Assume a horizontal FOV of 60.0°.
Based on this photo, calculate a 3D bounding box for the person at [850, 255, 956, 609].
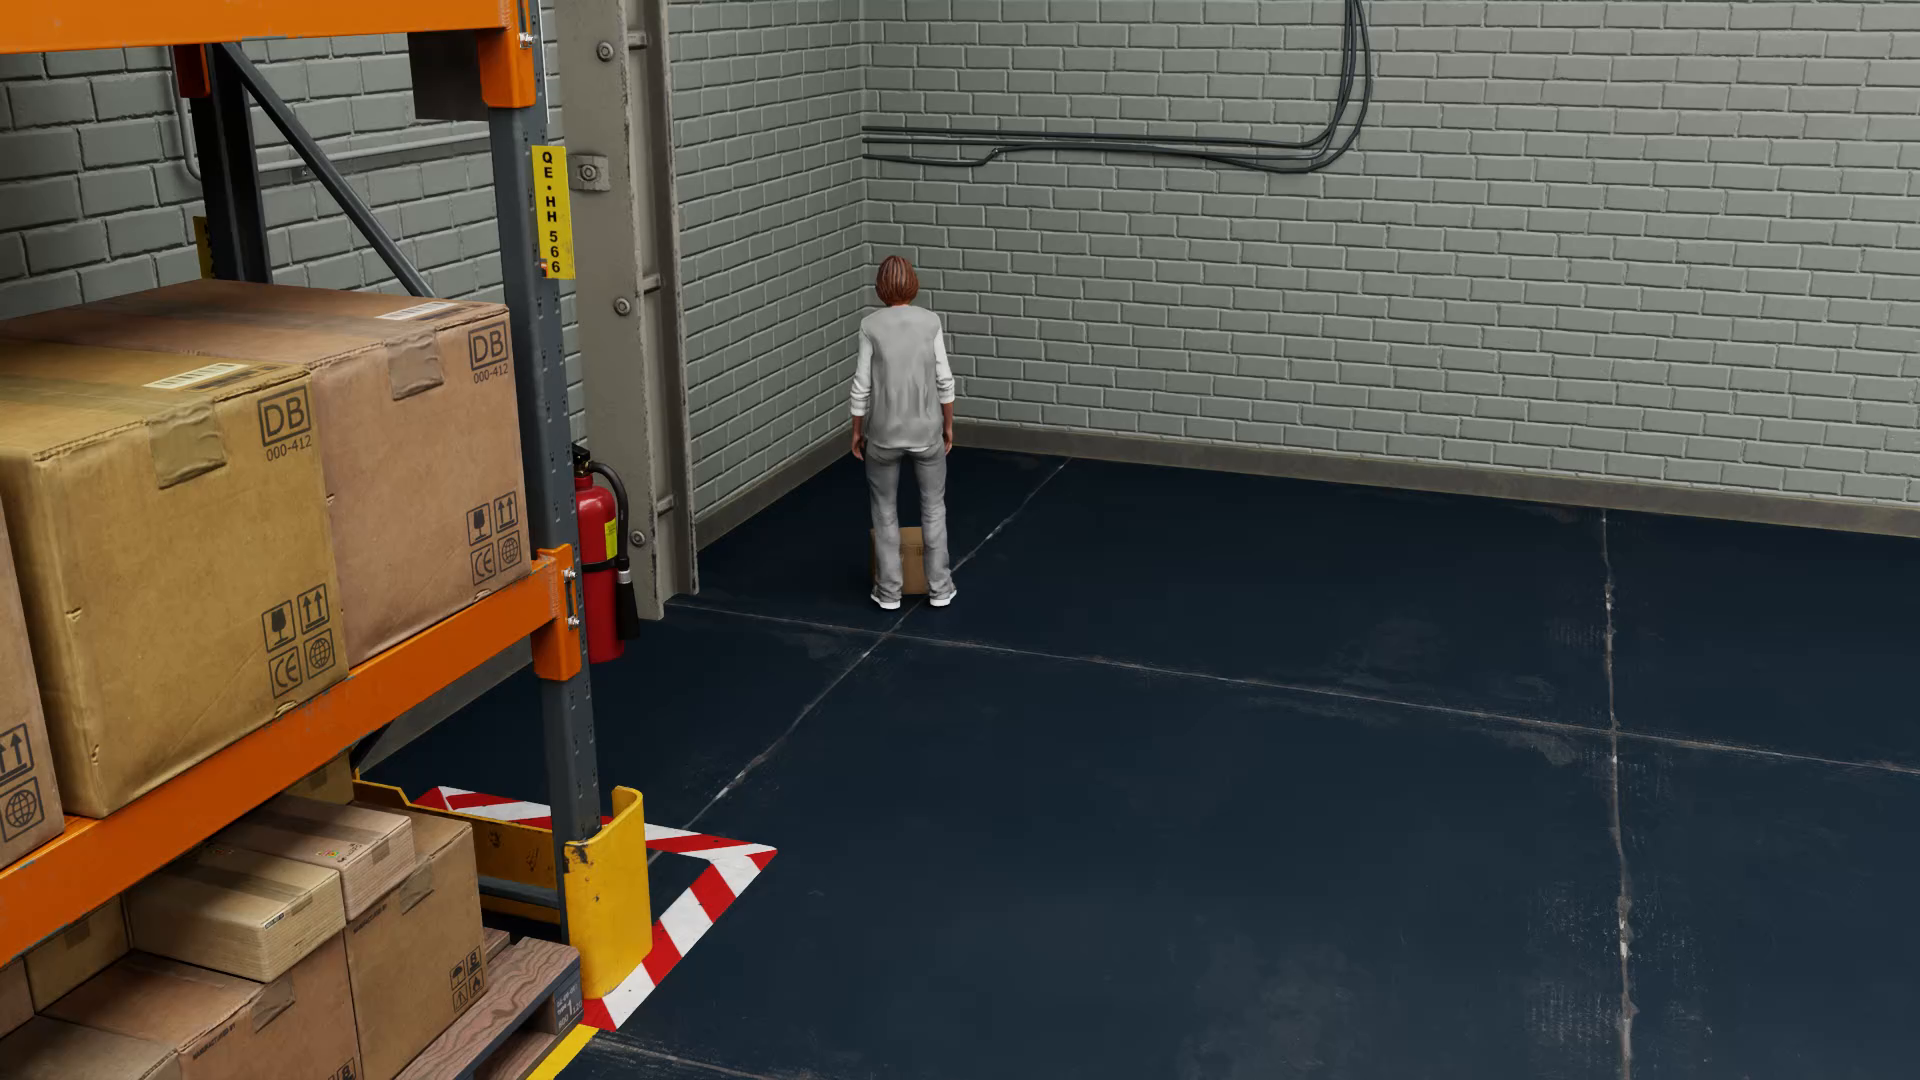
[{"bbox_3d":[-0.246,-0.461,7.420,0.484,1.594,0.341,-3,19,-8],"label":"person"}]
